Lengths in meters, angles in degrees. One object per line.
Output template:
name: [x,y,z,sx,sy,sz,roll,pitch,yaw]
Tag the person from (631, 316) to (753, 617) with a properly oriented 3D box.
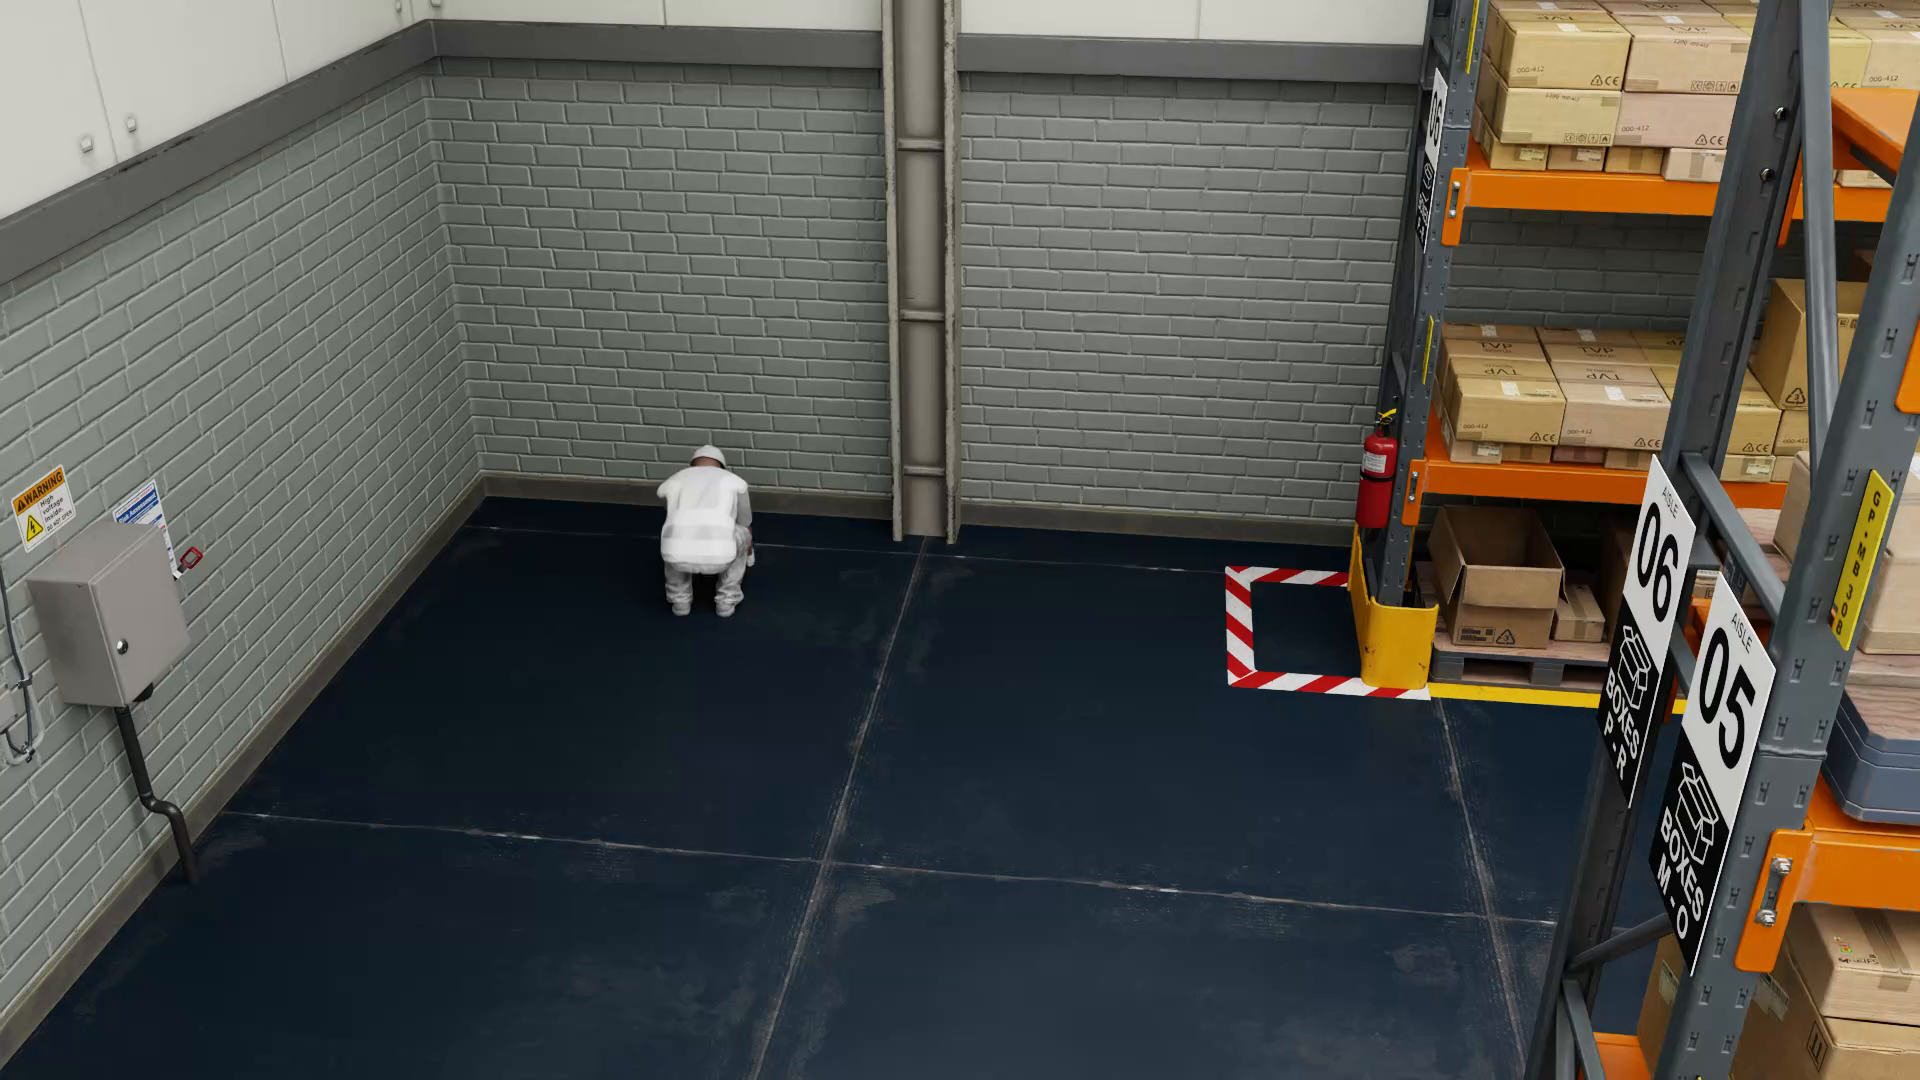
person: [-1.511,-0.391,9.344,0.613,1.772,0.452,0,28,1]
